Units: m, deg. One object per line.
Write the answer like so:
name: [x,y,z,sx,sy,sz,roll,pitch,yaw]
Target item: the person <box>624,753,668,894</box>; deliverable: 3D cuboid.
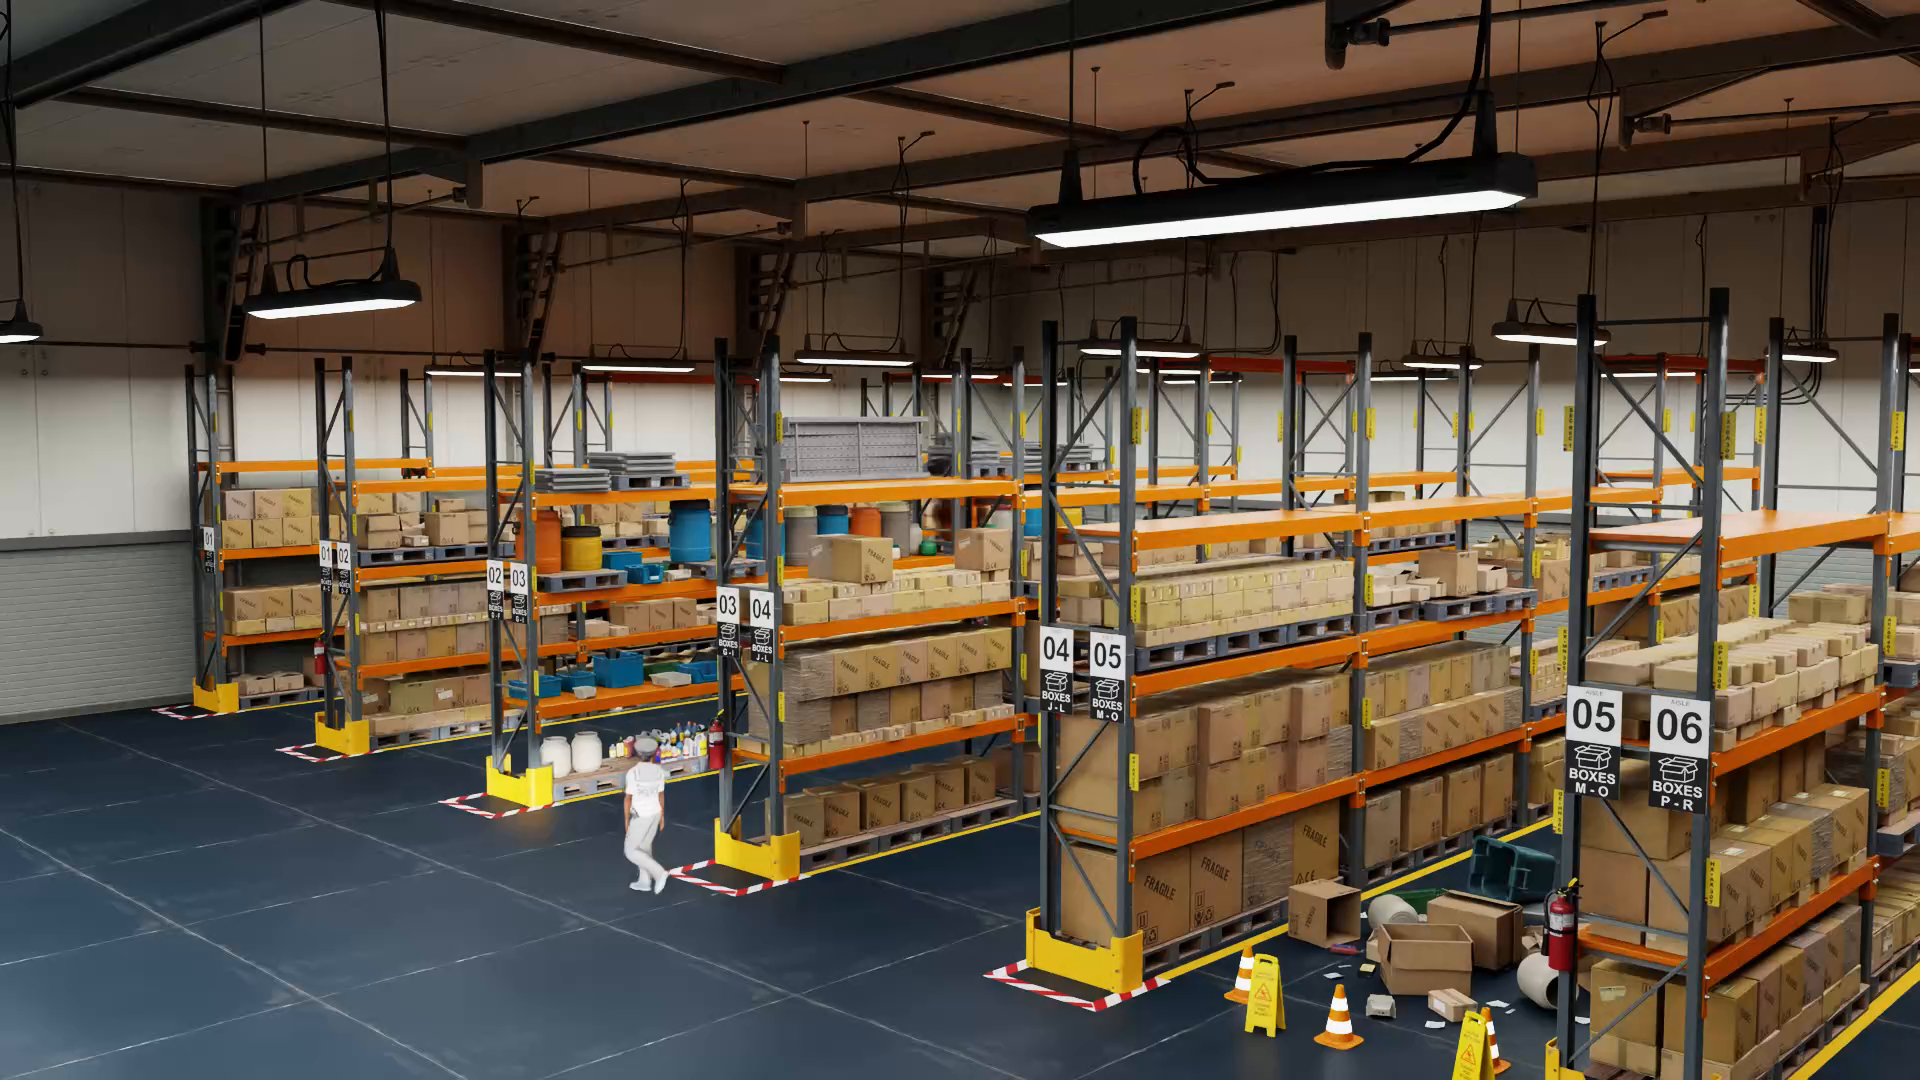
person: [-3.356,2.971,17.787,0.580,1.643,0.441,2,5,20]
